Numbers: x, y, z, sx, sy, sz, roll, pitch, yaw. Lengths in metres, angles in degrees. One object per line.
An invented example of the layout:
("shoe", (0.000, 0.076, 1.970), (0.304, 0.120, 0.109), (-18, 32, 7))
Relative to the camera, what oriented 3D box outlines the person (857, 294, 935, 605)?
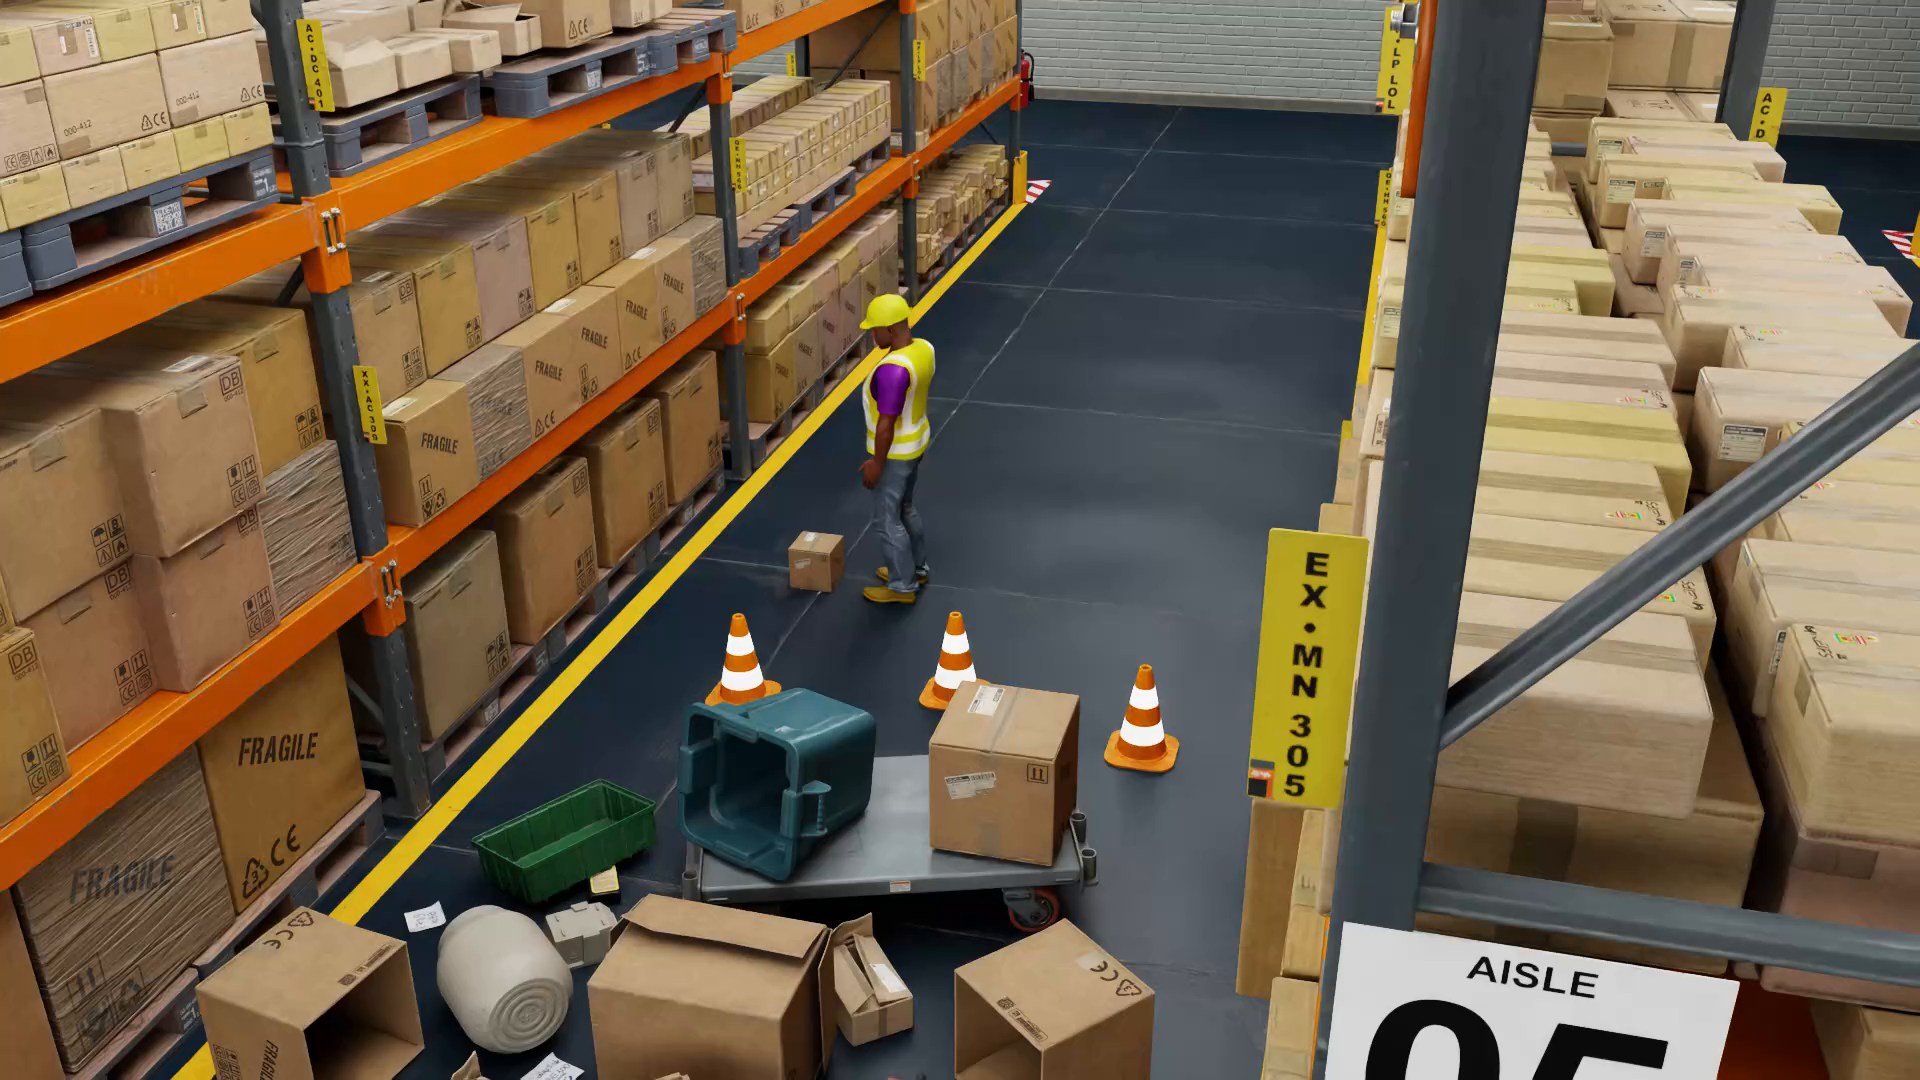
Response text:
("person", (-0.352, -0.499, 9.150), (0.368, 1.759, 0.568), (7, 26, 14))
